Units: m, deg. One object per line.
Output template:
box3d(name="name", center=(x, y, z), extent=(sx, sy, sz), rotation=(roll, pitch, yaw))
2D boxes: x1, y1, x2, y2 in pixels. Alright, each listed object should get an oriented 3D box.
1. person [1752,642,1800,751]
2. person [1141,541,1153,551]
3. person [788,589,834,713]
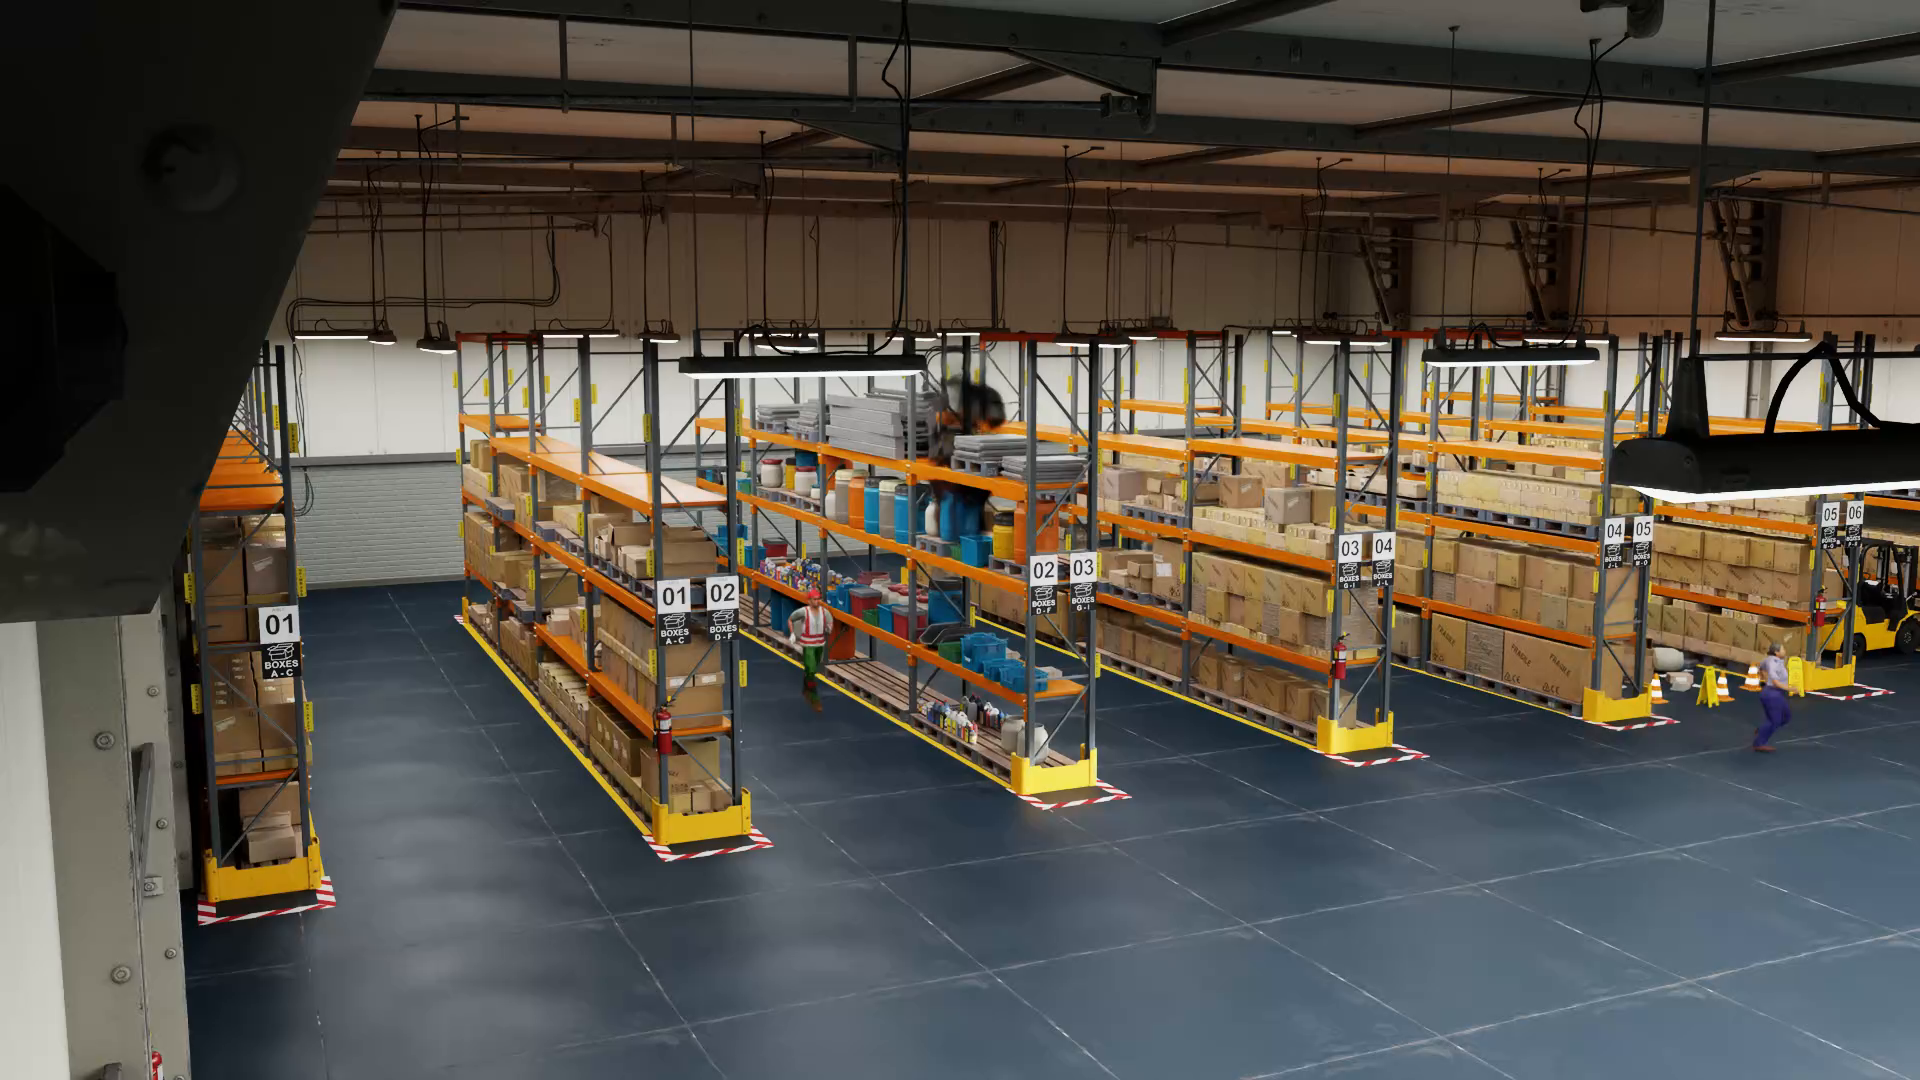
box3d(name="person", center=(11.882, 2.272, 24.191), extent=(0.569, 1.599, 0.646), rotation=(3, 8, 22))
box3d(name="person", center=(4.858, -0.280, 42.584), extent=(0.991, 1.774, 0.716), rotation=(-4, 9, -28))
box3d(name="person", center=(-2.273, 1.699, 25.806), extent=(0.643, 1.894, 0.834), rotation=(-6, 10, -36))
